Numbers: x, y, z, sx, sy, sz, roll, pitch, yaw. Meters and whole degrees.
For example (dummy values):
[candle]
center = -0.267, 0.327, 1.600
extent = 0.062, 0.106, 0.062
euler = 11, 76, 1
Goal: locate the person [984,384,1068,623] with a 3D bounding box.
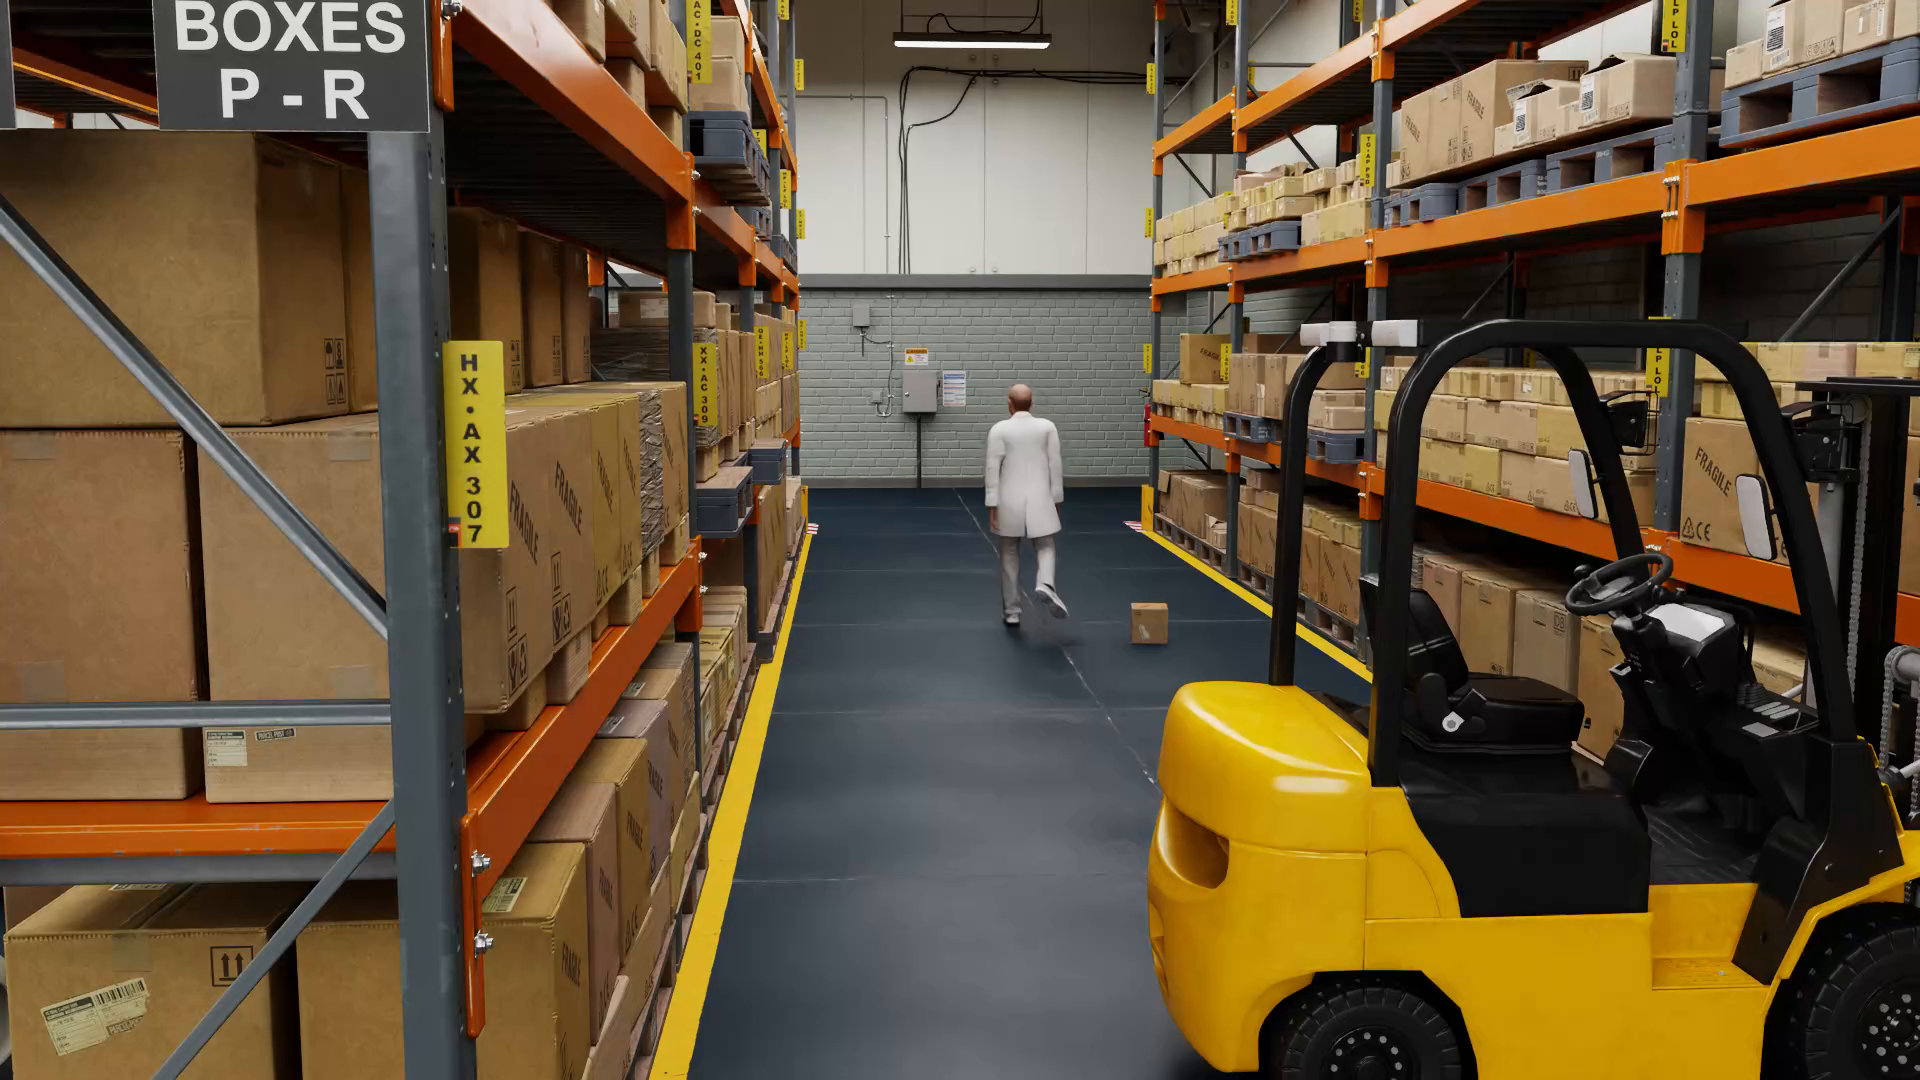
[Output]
[person]
center = 0.484, -0.205, 12.265
extent = 0.602, 1.669, 0.774
euler = -1, 7, -6
